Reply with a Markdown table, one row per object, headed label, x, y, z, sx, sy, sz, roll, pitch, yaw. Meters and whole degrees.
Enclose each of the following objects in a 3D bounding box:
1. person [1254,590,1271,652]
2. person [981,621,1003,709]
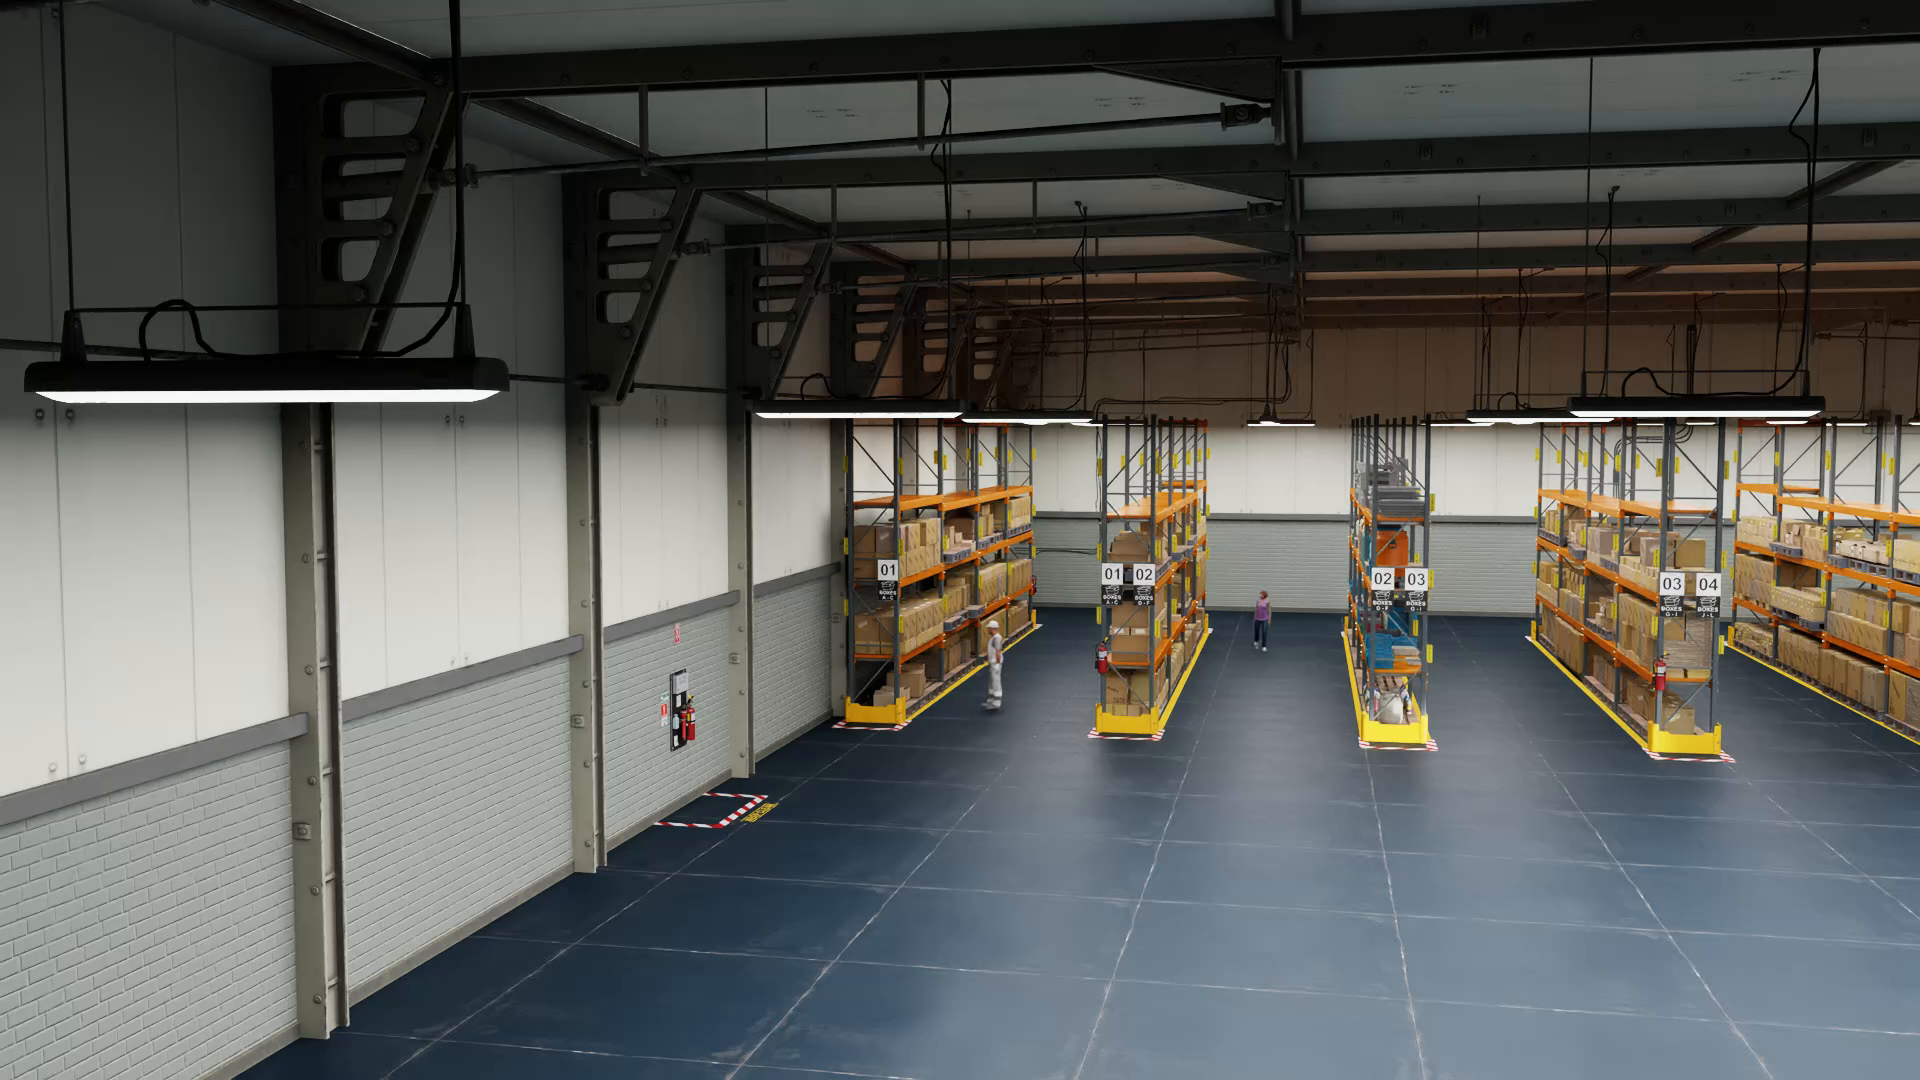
| label | x | y | z | sx | sy | sz | roll | pitch | yaw |
| --- | --- | --- | --- | --- | --- | --- | --- | --- | --- |
| person | 7.794 | 2.066 | 42.843 | 0.423 | 1.591 | 0.495 | 0 | 4 | 6 |
| person | 0.656 | 2.547 | 34.109 | 0.430 | 1.792 | 0.613 | -1 | 4 | -11 |
